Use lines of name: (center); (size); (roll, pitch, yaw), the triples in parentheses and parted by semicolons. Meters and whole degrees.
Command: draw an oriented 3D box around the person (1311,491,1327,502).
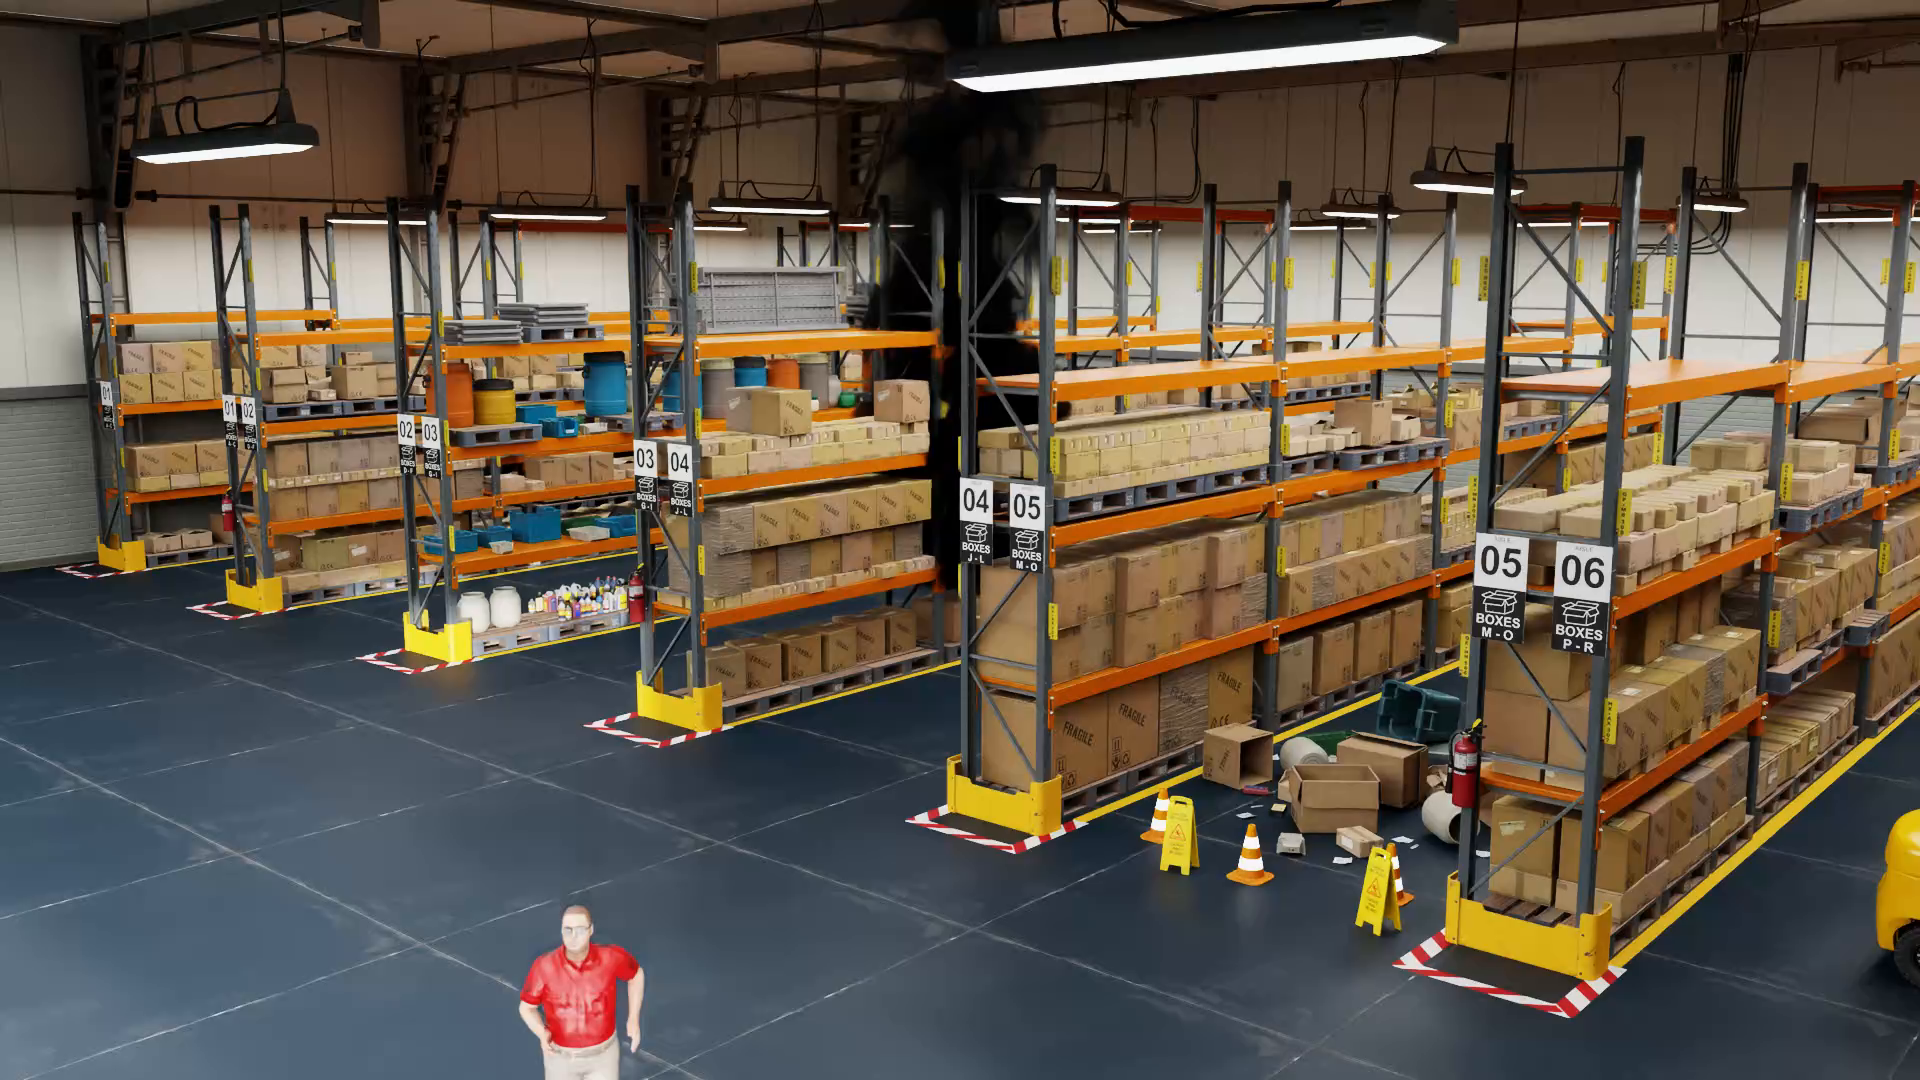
person: (4.964, 0.192, 23.148); (0.642, 1.869, 0.724); (8, 12, 39)

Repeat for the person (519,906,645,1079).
person: (-2.062, 2.838, 9.124); (0.678, 1.686, 1.005); (-2, 10, -11)

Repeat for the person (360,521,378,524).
person: (-10.237, -0.474, 28.853); (0.692, 1.739, 0.626); (7, 12, 36)
